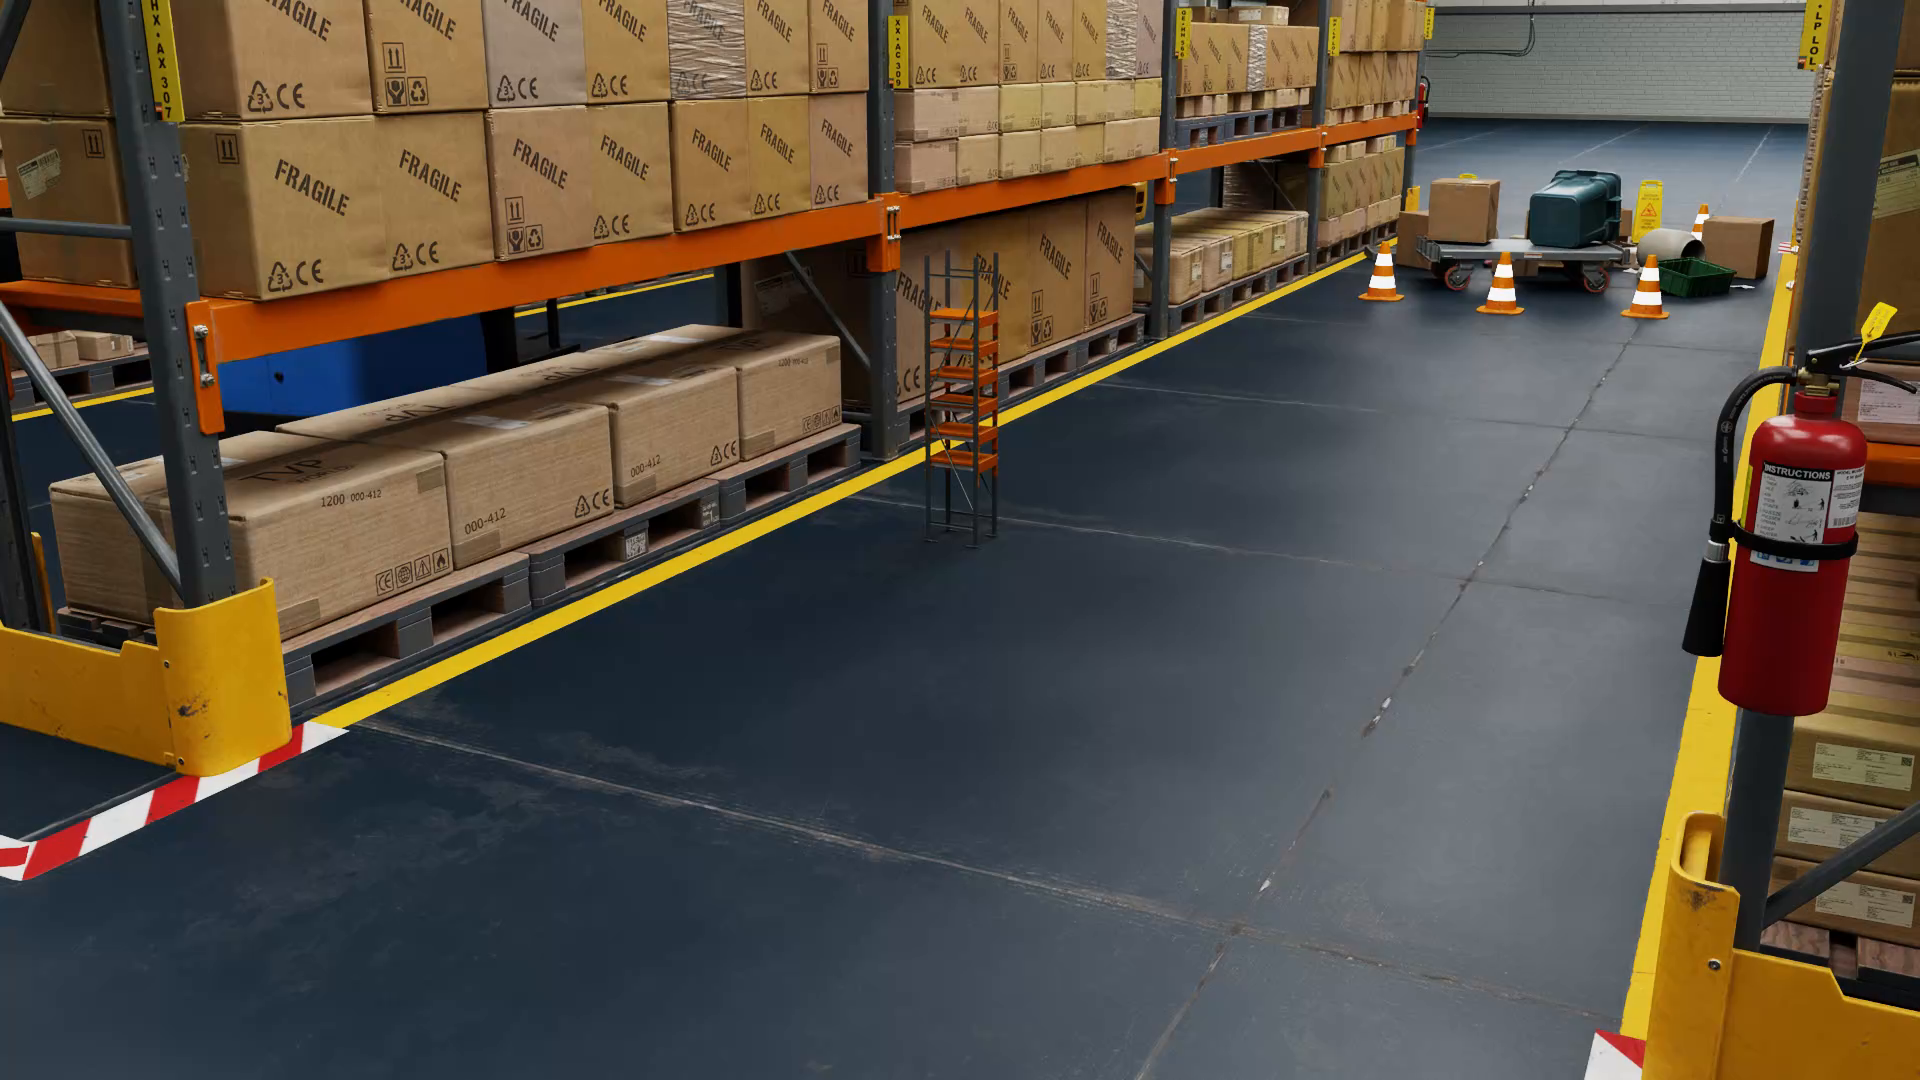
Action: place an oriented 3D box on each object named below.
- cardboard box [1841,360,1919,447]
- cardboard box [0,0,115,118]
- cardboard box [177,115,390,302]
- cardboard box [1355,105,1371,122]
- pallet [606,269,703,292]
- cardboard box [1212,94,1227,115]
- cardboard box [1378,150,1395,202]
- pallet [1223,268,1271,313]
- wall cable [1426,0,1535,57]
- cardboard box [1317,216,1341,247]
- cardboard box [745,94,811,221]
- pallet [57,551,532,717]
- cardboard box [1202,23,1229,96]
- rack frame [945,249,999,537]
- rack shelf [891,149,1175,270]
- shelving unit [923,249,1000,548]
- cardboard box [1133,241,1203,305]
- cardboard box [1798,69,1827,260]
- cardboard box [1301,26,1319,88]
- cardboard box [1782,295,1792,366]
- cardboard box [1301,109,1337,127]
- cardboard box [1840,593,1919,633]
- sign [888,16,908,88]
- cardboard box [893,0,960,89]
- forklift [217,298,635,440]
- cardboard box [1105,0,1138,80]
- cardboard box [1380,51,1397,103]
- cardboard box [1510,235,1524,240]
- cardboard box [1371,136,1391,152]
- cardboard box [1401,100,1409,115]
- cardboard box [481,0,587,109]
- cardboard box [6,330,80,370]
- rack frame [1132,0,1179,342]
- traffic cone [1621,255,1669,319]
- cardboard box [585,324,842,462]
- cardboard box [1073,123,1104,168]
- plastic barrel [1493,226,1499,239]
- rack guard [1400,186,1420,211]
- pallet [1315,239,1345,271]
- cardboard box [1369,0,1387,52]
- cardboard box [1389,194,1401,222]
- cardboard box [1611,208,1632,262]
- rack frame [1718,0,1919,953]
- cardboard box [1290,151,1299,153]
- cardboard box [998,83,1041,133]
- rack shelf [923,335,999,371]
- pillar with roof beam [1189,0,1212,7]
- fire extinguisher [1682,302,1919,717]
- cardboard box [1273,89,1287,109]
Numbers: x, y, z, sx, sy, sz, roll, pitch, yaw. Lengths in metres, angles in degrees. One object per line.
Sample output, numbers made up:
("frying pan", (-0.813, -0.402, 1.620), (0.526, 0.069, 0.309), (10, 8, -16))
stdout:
("cardboard box", (1.794, -0.273, 3.116), (0.380, 0.149, 0.250), (8, 18, 25))
("cardboard box", (-2.570, -1.558, 5.072), (0.500, 0.500, 0.500), (9, 19, 27))
("cardboard box", (-2.101, -1.012, 4.987), (0.500, 0.500, 0.500), (8, 18, 25))
("cardboard box", (3.797, -4.178, 16.265), (0.380, 0.149, 0.250), (8, 18, 26))
("pallet", (-3.038, -2.414, 14.783), (1.003, 0.211, 1.213), (8, 18, 25))
("cardboard box", (1.775, -3.255, 12.419), (0.380, 0.149, 0.250), (8, 18, 26))
("cardboard box", (4.222, -3.826, 17.411), (0.500, 0.500, 0.500), (9, 19, 27))
("pallet", (1.899, -2.088, 13.682), (1.003, 0.211, 1.213), (8, 18, 25))
("wall cable", (14.922, -15.132, 47.622), (3.097, 2.526, 0.112), (8, 18, 25))
("cardboard box", (3.294, -2.934, 15.726), (0.500, 0.250, 0.500), (7, 18, 23))
("cardboard box", (-0.989, -1.663, 7.178), (0.500, 0.500, 0.500), (8, 18, 24))
("pallet", (-2.285, 0.245, 5.829), (1.003, 0.211, 1.213), (8, 18, 25))
("cardboard box", (1.637, -3.527, 12.194), (0.500, 0.500, 0.500), (9, 19, 28))
("rack frame", (0.047, -0.602, 6.944), (0.240, 1.200, 0.006), (8, 18, 25))
("rack shelf", (0.108, -2.062, 9.961), (1.077, 0.370, 4.000), (8, 18, 25))
("shelving unit", (0.006, -0.579, 6.866), (0.258, 1.200, 0.189), (8, 18, 25))
("cardboard box", (1.263, -2.000, 12.368), (0.950, 0.372, 0.625), (7, 18, 22))
("cardboard box", (2.556, -0.998, 4.420), (0.500, 0.500, 0.500), (9, 19, 28))
("cardboard box", (2.788, -4.180, 14.393), (0.500, 0.500, 0.500), (8, 18, 24))
("cardboard box", (4.931, -1.167, 9.339), (0.500, 0.500, 0.500), (7, 18, 23))
("cardboard box", (3.217, -3.854, 15.172), (0.380, 0.149, 0.250), (8, 18, 25))
("cardboard box", (2.249, 0.242, 4.165), (0.380, 0.149, 0.250), (7, 18, 23))
("sign", (-0.288, -2.280, 7.772), (0.100, 0.325, 0.005), (8, 18, 25))
("cardboard box", (-0.332, -2.500, 8.241), (0.500, 0.500, 0.500), (8, 18, 26))
("forklift", (-2.845, -2.117, 9.004), (1.130, 2.935, 3.031), (5, 17, 16))
("cardboard box", (0.783, -3.146, 10.418), (0.500, 0.500, 0.500), (8, 19, 26))
("cardboard box", (4.126, -4.717, 16.939), (0.500, 0.500, 0.500), (8, 18, 25))
("cardboard box", (5.798, -2.996, 16.851), (0.250, 0.149, 0.380), (-11, 20, -32))
("cardboard box", (4.233, -4.104, 17.210), (0.380, 0.149, 0.250), (8, 19, 26))
("cardboard box", (4.587, -4.632, 17.793), (0.380, 0.149, 0.250), (8, 18, 25))
("cardboard box", (-1.656, -1.756, 5.737), (0.500, 0.500, 0.500), (8, 18, 25))
("cardboard box", (-5.373, -1.148, 9.686), (0.396, 0.266, 0.258), (9, 19, 27))
("rack frame", (1.002, -2.916, 11.573), (1.000, 3.000, 0.127), (8, 18, 25))
("traffic cone", (5.313, -1.965, 12.828), (0.336, 0.463, 0.334), (8, 18, 25))
("cardboard box", (-1.162, -0.724, 7.956), (0.875, 0.438, 0.875), (8, 18, 25))
("cardboard box", (0.555, -2.424, 10.180), (0.500, 0.250, 0.500), (8, 18, 25))
("plastic barrel", (5.008, -3.000, 16.381), (0.421, 0.421, 0.512), (-7, 18, -22))
("rack guard", (4.543, -3.736, 18.725), (1.175, 0.500, 0.348), (8, 18, 25))
("pallet", (3.058, -2.774, 15.992), (1.003, 0.211, 1.213), (8, 18, 25))
("cardboard box", (3.676, -4.941, 15.937), (0.700, 0.500, 0.500), (8, 18, 24))
("cardboard box", (4.445, -3.591, 17.937), (0.500, 0.250, 0.500), (8, 18, 25))
("cardboard box", (6.057, -2.987, 16.199), (0.797, 0.503, 0.637), (-4, 17, -13))
("rack frame", (1.901, -0.274, 2.679), (1.000, 3.000, 0.127), (8, 18, 25))
("cardboard box", (3.498, -3.759, 17.188), (0.500, 0.500, 0.500), (8, 19, 26))
("cardboard box", (0.121, -2.403, 9.230), (0.500, 0.250, 0.500), (8, 18, 26))
("rack shelf", (0.006, -0.766, 6.810), (0.258, 0.103, 0.180), (8, 18, 25))
("pillar with roof beam", (8.230, -10.906, 27.939), (9.100, 9.000, 0.400), (8, 18, 25))
("fire extinguisher", (1.375, -0.053, 2.725), (0.296, 0.674, 0.183), (8, 18, 25))
("cardboard box", (2.479, -3.649, 13.745), (0.380, 0.149, 0.250), (8, 18, 26))
